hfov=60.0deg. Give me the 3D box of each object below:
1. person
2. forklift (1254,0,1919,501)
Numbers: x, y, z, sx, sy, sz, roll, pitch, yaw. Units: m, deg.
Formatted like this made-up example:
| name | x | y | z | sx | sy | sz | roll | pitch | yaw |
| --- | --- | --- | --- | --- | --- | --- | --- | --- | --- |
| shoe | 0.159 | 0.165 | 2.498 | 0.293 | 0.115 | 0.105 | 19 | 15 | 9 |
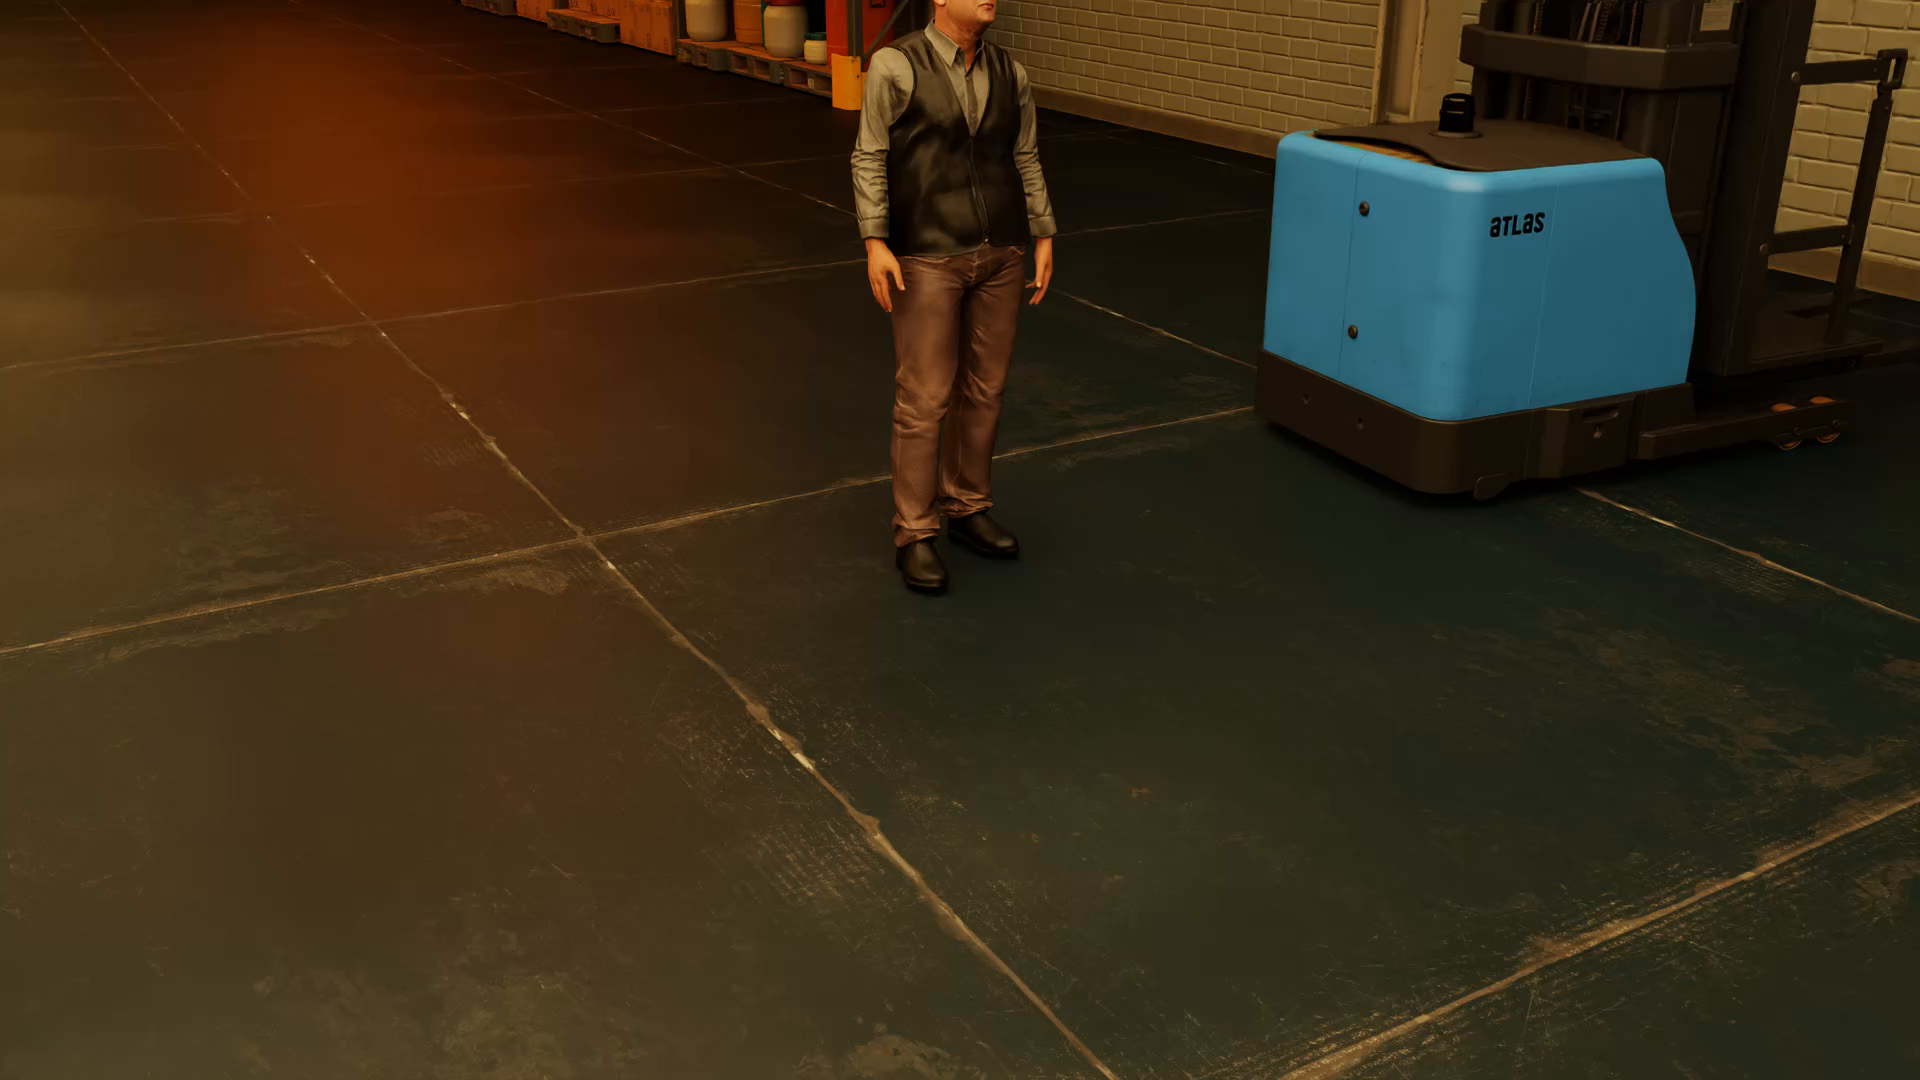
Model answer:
| name | x | y | z | sx | sy | sz | roll | pitch | yaw |
| --- | --- | --- | --- | --- | --- | --- | --- | --- | --- |
| person | 0.025 | -0.782 | 4.752 | 0.633 | 1.721 | 0.568 | -12 | 25 | -28 |
| forklift | 2.639 | -1.845 | 5.769 | 3.031 | 2.935 | 1.130 | -10 | 24 | -23 |
